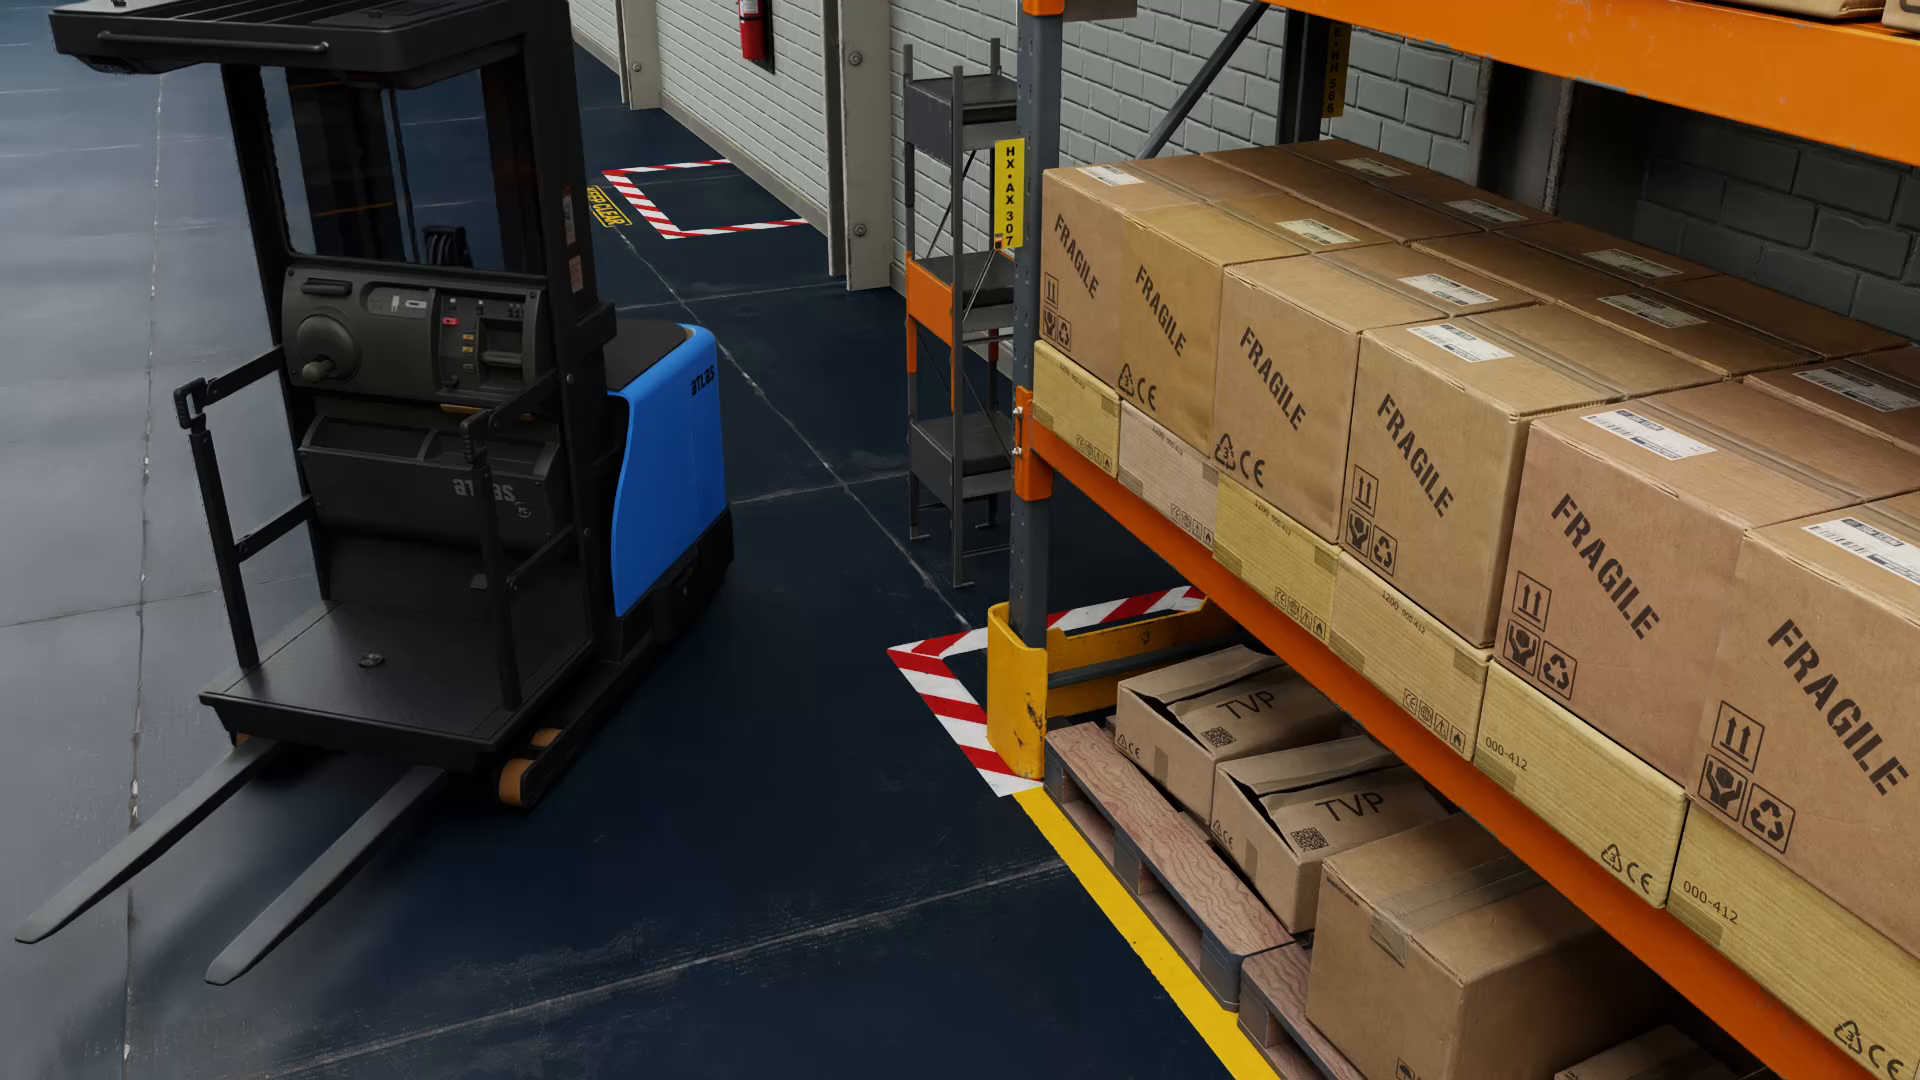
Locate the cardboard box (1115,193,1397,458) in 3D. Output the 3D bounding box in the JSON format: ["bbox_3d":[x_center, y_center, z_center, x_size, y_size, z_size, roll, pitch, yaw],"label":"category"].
[{"bbox_3d":[0.744,-0.566,4.283,0.500,0.500,0.500,-10,28,-20],"label":"cardboard box"}]

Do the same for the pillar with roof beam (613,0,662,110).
[{"bbox_3d":[-6.942,-7.399,12.148,9.100,9.000,0.400,-11,28,-21],"label":"pillar with roof beam"}]

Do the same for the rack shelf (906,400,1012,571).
[{"bbox_3d":[0.065,-0.235,6.966,0.431,0.518,0.480,-11,28,-21],"label":"rack shelf"}]

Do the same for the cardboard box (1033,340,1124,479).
[{"bbox_3d":[0.548,-0.423,4.845,0.500,0.250,0.500,-11,28,-22],"label":"cardboard box"}]

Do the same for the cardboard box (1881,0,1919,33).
[{"bbox_3d":[1.604,-0.887,2.093,0.500,0.500,0.500,-13,29,-25],"label":"cardboard box"}]

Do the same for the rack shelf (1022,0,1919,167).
[{"bbox_3d":[1.432,-0.950,3.178,1.077,0.370,4.000,-11,28,-21],"label":"rack shelf"}]

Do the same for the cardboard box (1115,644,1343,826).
[{"bbox_3d":[0.837,0.573,5.221,0.500,0.311,0.500,-14,29,-26],"label":"cardboard box"}]

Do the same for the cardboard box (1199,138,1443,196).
[{"bbox_3d":[1.029,-0.857,4.881,0.500,0.500,0.500,-11,28,-21],"label":"cardboard box"}]

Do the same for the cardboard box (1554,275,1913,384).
[{"bbox_3d":[1.621,-0.241,3.619,0.500,0.500,0.500,-10,28,-20],"label":"cardboard box"}]

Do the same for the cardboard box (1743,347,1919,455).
[{"bbox_3d":[1.834,-0.034,3.193,0.500,0.500,0.500,-10,28,-19],"label":"cardboard box"}]

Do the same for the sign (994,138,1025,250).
[{"bbox_3d":[0.150,-1.028,4.951,0.100,0.325,0.005,-11,28,-21],"label":"sign"}]

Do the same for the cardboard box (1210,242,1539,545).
[{"bbox_3d":[0.940,-0.356,3.854,0.500,0.500,0.500,-12,28,-22],"label":"cardboard box"}]

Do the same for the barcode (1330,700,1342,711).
[{"bbox_3d":[1.212,0.507,5.345,0.001,0.075,0.075,-11,28,-21],"label":"barcode"}]

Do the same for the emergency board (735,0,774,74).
[{"bbox_3d":[-1.563,-4.025,12.075,0.194,1.169,0.643,-11,28,-21],"label":"emergency board"}]

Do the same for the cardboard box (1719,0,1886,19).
[{"bbox_3d":[1.352,-1.105,2.538,0.500,0.500,0.500,-12,28,-23],"label":"cardboard box"}]

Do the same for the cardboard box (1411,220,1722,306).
[{"bbox_3d":[1.424,-0.445,4.035,0.500,0.500,0.500,-11,28,-22],"label":"cardboard box"}]

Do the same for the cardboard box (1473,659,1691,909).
[{"bbox_3d":[1.352,0.399,3.163,0.500,0.250,0.500,-11,28,-21],"label":"cardboard box"}]

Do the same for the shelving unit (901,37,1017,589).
[{"bbox_3d":[0.065,-0.877,6.652,0.431,2.100,0.503,-11,28,-21],"label":"shelving unit"}]

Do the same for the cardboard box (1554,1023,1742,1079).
[{"bbox_3d":[1.607,1.316,3.883,0.380,0.149,0.250,-13,29,-25],"label":"cardboard box"}]

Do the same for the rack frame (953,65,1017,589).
[{"bbox_3d":[0.160,-0.778,6.451,0.400,2.100,0.015,-11,28,-21],"label":"rack frame"}]

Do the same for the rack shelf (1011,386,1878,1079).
[{"bbox_3d":[1.432,0.398,3.836,1.077,0.370,4.000,-11,28,-21],"label":"rack shelf"}]

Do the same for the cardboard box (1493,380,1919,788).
[{"bbox_3d":[1.358,0.060,3.001,0.500,0.500,0.500,-11,28,-22],"label":"cardboard box"}]

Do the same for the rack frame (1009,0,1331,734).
[{"bbox_3d":[0.649,-0.733,5.332,1.000,3.000,0.127,-11,28,-21],"label":"rack frame"}]

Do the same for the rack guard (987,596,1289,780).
[{"bbox_3d":[0.679,0.421,5.817,1.175,0.500,0.348,-11,28,-21],"label":"rack guard"}]

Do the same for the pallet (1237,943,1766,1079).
[{"bbox_3d":[1.438,1.377,4.189,1.003,0.211,1.213,-11,28,-21],"label":"pallet"}]

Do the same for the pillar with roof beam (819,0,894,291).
[{"bbox_3d":[-4.592,-4.977,7.187,9.100,9.000,0.400,-11,28,-21],"label":"pillar with roof beam"}]

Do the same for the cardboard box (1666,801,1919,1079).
[{"bbox_3d":[1.563,0.599,2.753,0.500,0.250,0.500,-10,28,-20],"label":"cardboard box"}]

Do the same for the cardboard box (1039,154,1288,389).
[{"bbox_3d":[0.559,-0.767,4.695,0.500,0.500,0.500,-11,28,-21],"label":"cardboard box"}]

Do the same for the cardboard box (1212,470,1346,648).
[{"bbox_3d":[0.958,-0.009,3.997,0.500,0.250,0.500,-11,28,-21],"label":"cardboard box"}]

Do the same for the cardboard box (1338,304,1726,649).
[{"bbox_3d":[1.153,-0.150,3.431,0.500,0.500,0.500,-10,28,-19],"label":"cardboard box"}]

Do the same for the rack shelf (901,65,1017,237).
[{"bbox_3d":[0.065,-1.493,6.351,0.431,0.518,0.480,-11,28,-21],"label":"rack shelf"}]

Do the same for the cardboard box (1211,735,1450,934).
[{"bbox_3d":[1.060,0.803,4.750,0.500,0.311,0.500,-8,27,-16],"label":"cardboard box"}]

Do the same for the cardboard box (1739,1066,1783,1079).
[{"bbox_3d":[1.772,1.396,3.320,0.500,0.500,0.500,-13,29,-24],"label":"cardboard box"}]

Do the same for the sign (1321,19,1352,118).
[{"bbox_3d":[1.167,-1.482,5.187,0.100,0.325,0.005,-11,28,-21],"label":"sign"}]

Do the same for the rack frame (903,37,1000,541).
[{"bbox_3d":[-0.031,-0.975,6.854,0.400,2.100,0.015,-11,28,-21],"label":"rack frame"}]

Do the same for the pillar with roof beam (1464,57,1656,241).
[{"bbox_3d":[-2.242,-2.555,2.226,9.100,9.000,0.400,-11,28,-21],"label":"pillar with roof beam"}]

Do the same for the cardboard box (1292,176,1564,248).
[{"bbox_3d":[1.217,-0.653,4.461,0.500,0.500,0.500,-10,28,-20],"label":"cardboard box"}]

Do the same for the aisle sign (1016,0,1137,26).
[{"bbox_3d":[0.345,-1.878,4.715,0.394,0.787,0.004,-11,28,-21],"label":"aisle sign"}]

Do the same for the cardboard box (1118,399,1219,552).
[{"bbox_3d":[0.764,-0.215,4.421,0.500,0.250,0.500,-11,28,-22],"label":"cardboard box"}]

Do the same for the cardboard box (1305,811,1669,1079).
[{"bbox_3d":[1.302,1.023,4.084,0.700,0.500,0.500,-12,29,-24],"label":"cardboard box"}]

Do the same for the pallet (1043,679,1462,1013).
[{"bbox_3d":[0.964,0.885,5.196,1.003,0.211,1.213,-11,28,-21],"label":"pallet"}]

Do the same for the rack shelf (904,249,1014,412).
[{"bbox_3d":[0.065,-0.864,6.658,0.431,0.518,0.480,-11,28,-21],"label":"rack shelf"}]

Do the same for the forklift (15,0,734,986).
[{"bbox_3d":[-1.836,-0.630,5.200,1.130,2.935,3.031,7,27,14],"label":"forklift"}]

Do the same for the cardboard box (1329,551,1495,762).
[{"bbox_3d":[1.154,0.196,3.579,0.500,0.250,0.500,-10,28,-20],"label":"cardboard box"}]

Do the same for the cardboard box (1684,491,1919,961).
[{"bbox_3d":[1.545,0.265,2.581,0.500,0.500,0.500,-11,28,-21],"label":"cardboard box"}]
